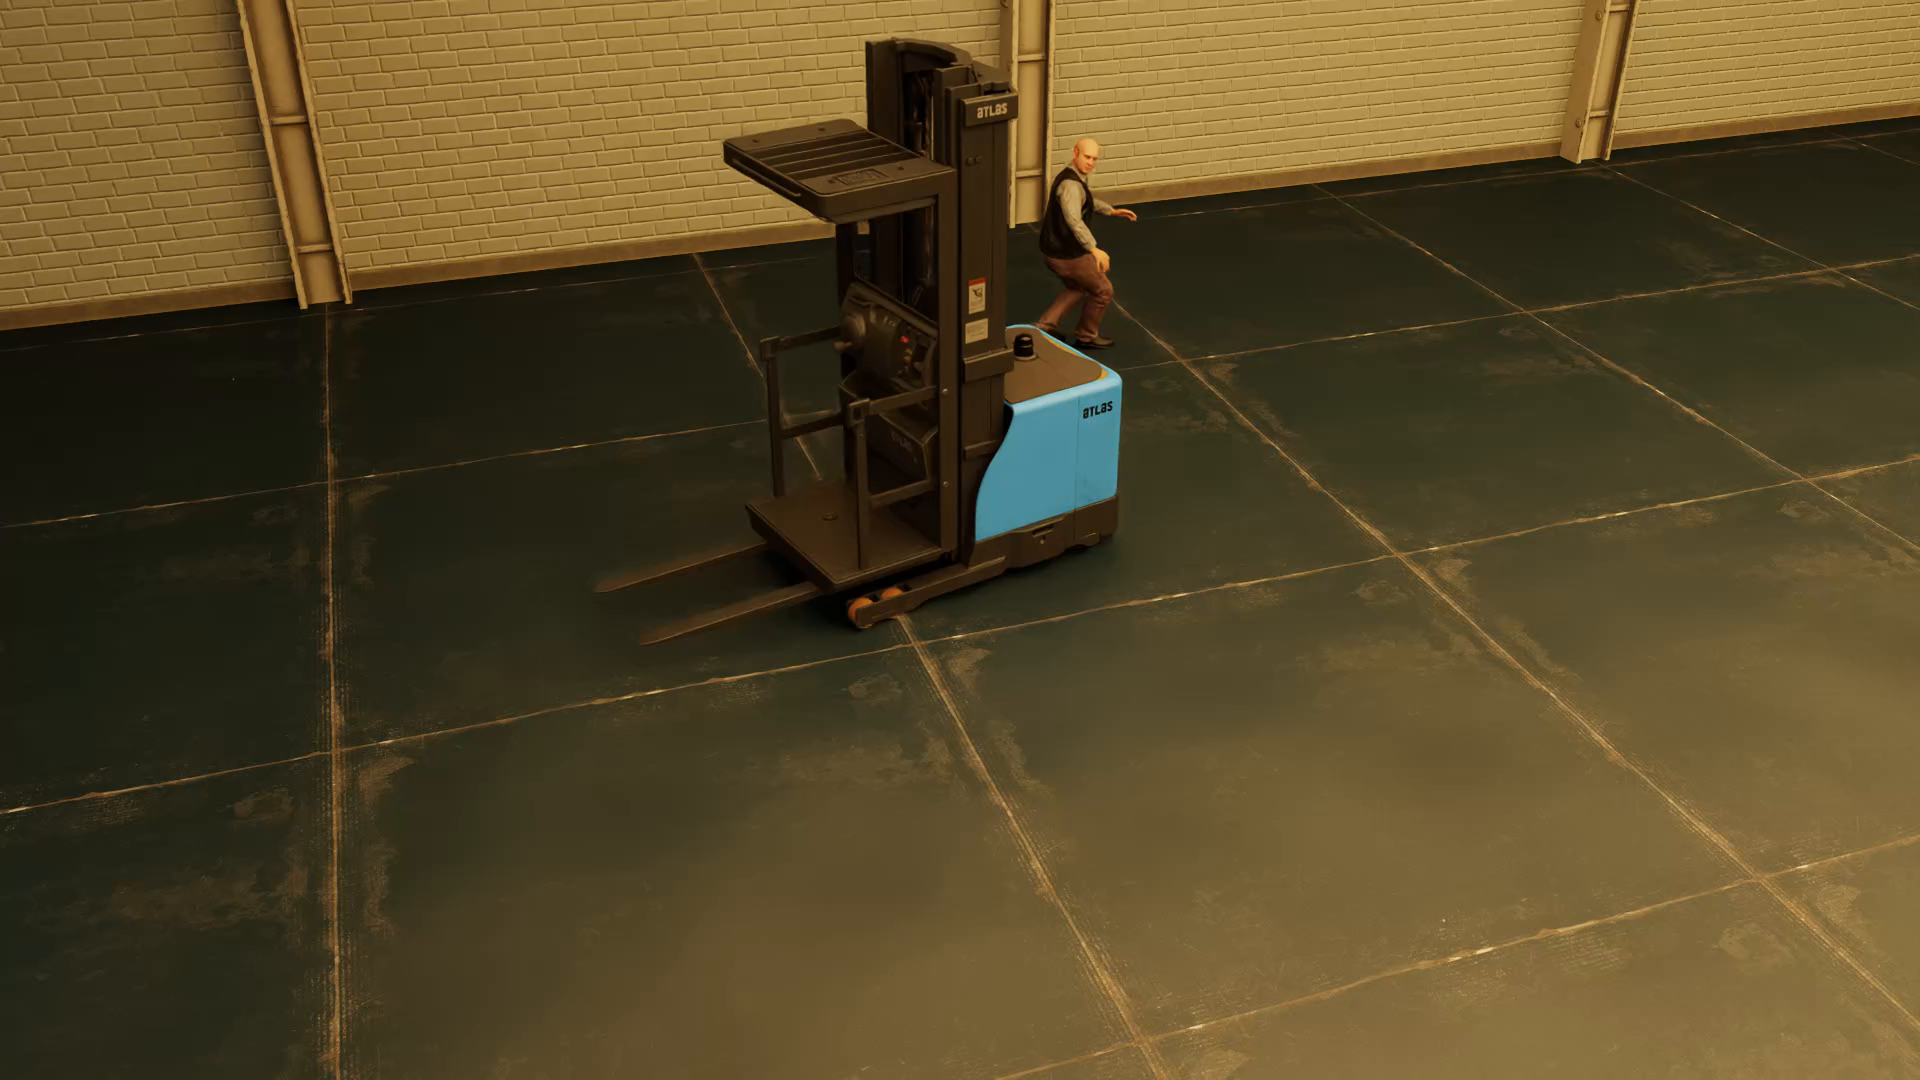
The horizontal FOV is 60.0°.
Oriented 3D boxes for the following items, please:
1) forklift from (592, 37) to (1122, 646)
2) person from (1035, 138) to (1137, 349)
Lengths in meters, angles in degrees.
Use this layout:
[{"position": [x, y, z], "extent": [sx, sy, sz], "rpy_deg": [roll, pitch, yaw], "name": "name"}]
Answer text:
[{"position": [-0.569, -1.082, 8.967], "extent": [3.031, 2.935, 1.130], "rpy_deg": [-18, 34, -28], "name": "forklift"}, {"position": [0.954, -2.116, 12.106], "extent": [0.805, 1.599, 0.849], "rpy_deg": [-7, 31, -12], "name": "person"}]
